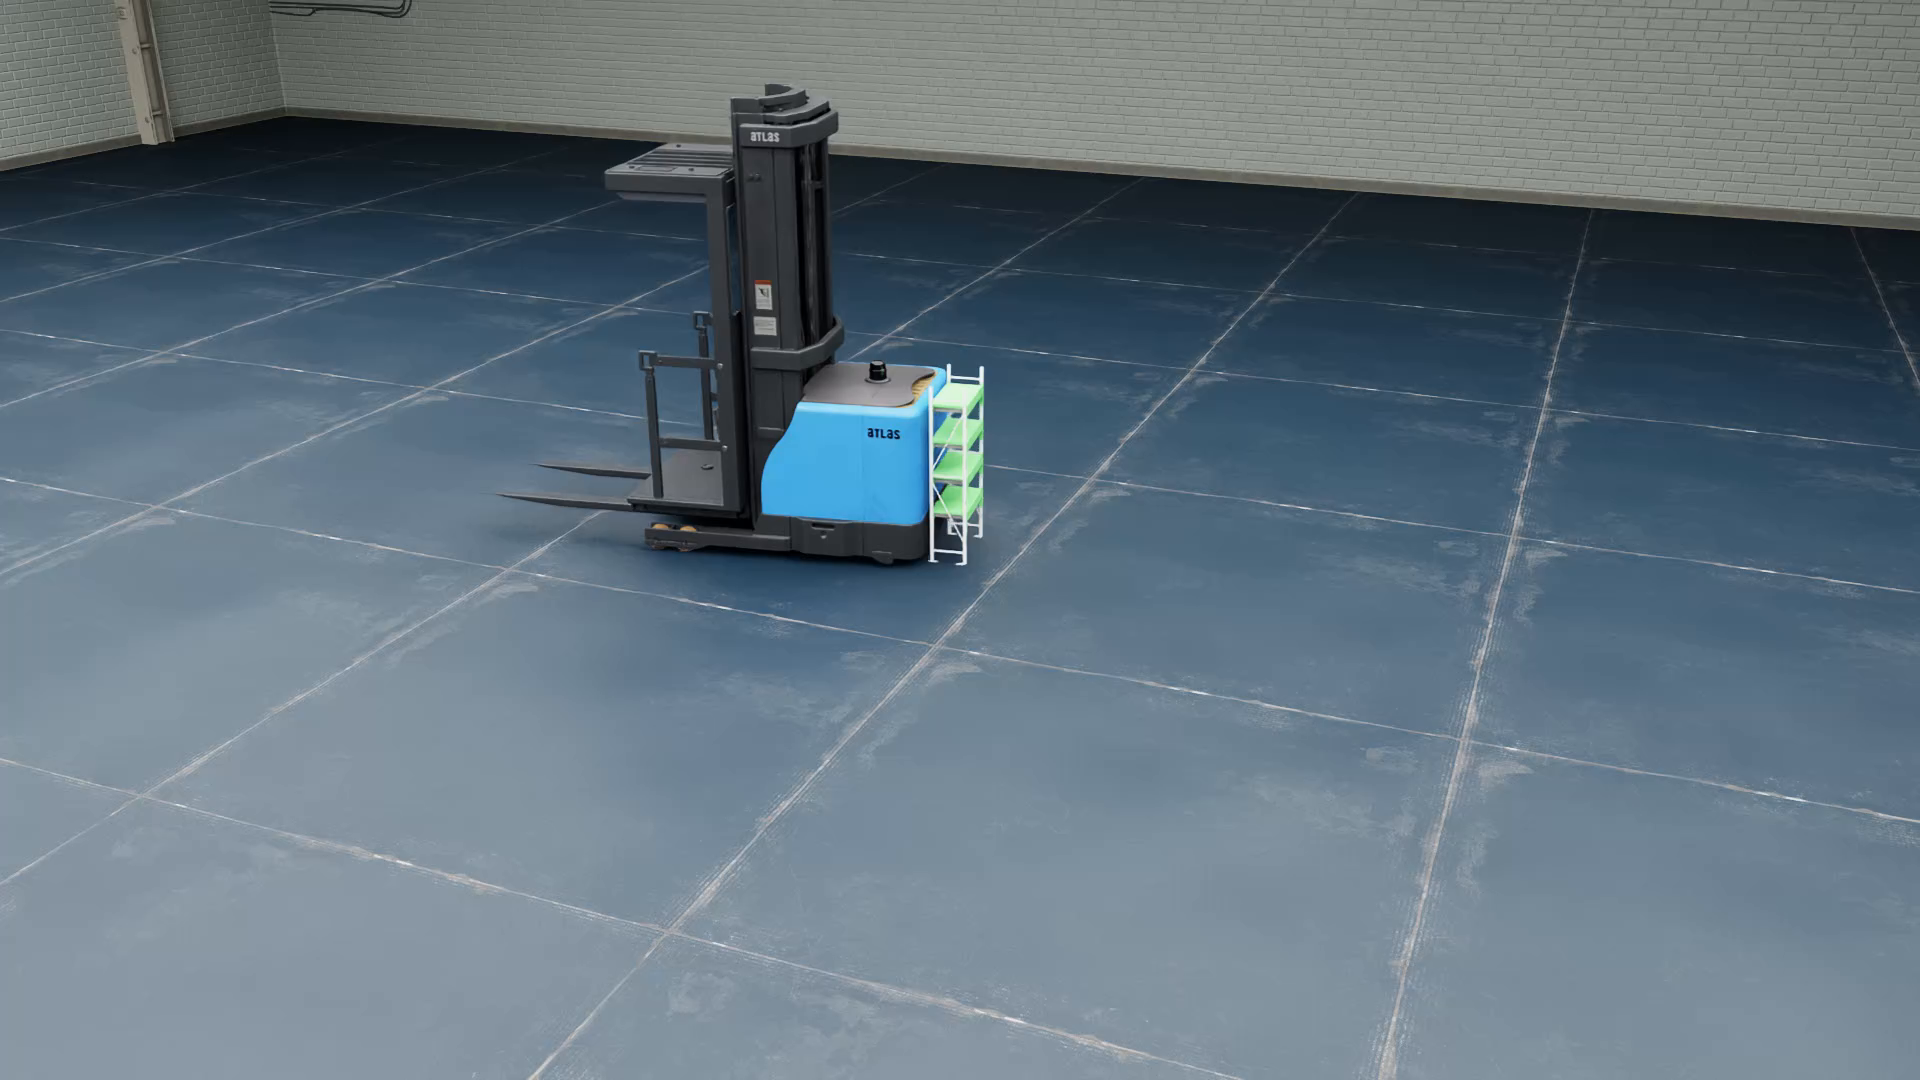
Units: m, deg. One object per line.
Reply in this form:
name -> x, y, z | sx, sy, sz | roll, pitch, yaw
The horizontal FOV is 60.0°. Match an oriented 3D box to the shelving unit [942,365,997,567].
shelving unit -> 0.064, -0.484, 10.853 | 0.258, 1.200, 0.503 | 5, 23, 11

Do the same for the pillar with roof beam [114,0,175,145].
pillar with roof beam -> -8.698, -9.831, 23.112 | 9.100, 9.000, 0.400 | 9, 24, 20

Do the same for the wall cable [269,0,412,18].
wall cable -> -10.373, -9.880, 27.256 | 3.097, 2.526, 0.112 | 9, 24, 20

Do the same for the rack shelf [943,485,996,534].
rack shelf -> 0.064, -0.204, 10.970 | 0.258, 0.148, 0.480 | 5, 23, 11

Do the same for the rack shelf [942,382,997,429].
rack shelf -> 0.064, -0.868, 10.692 | 0.258, 0.148, 0.480 | 5, 23, 11

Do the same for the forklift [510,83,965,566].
forklift -> -1.539, -1.460, 10.943 | 3.031, 2.935, 1.130 | 5, 23, 11

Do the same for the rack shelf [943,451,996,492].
rack shelf -> 0.064, -0.425, 10.877 | 0.258, 0.148, 0.480 | 5, 23, 11

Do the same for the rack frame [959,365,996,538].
rack frame -> 0.114, -0.576, 11.073 | 0.240, 1.200, 0.015 | 5, 23, 11

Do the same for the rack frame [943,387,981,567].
rack frame -> 0.014, -0.392, 10.632 | 0.240, 1.200, 0.015 | 5, 23, 11

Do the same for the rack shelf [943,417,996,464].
rack shelf -> 0.064, -0.647, 10.785 | 0.258, 0.148, 0.480 | 5, 23, 11
